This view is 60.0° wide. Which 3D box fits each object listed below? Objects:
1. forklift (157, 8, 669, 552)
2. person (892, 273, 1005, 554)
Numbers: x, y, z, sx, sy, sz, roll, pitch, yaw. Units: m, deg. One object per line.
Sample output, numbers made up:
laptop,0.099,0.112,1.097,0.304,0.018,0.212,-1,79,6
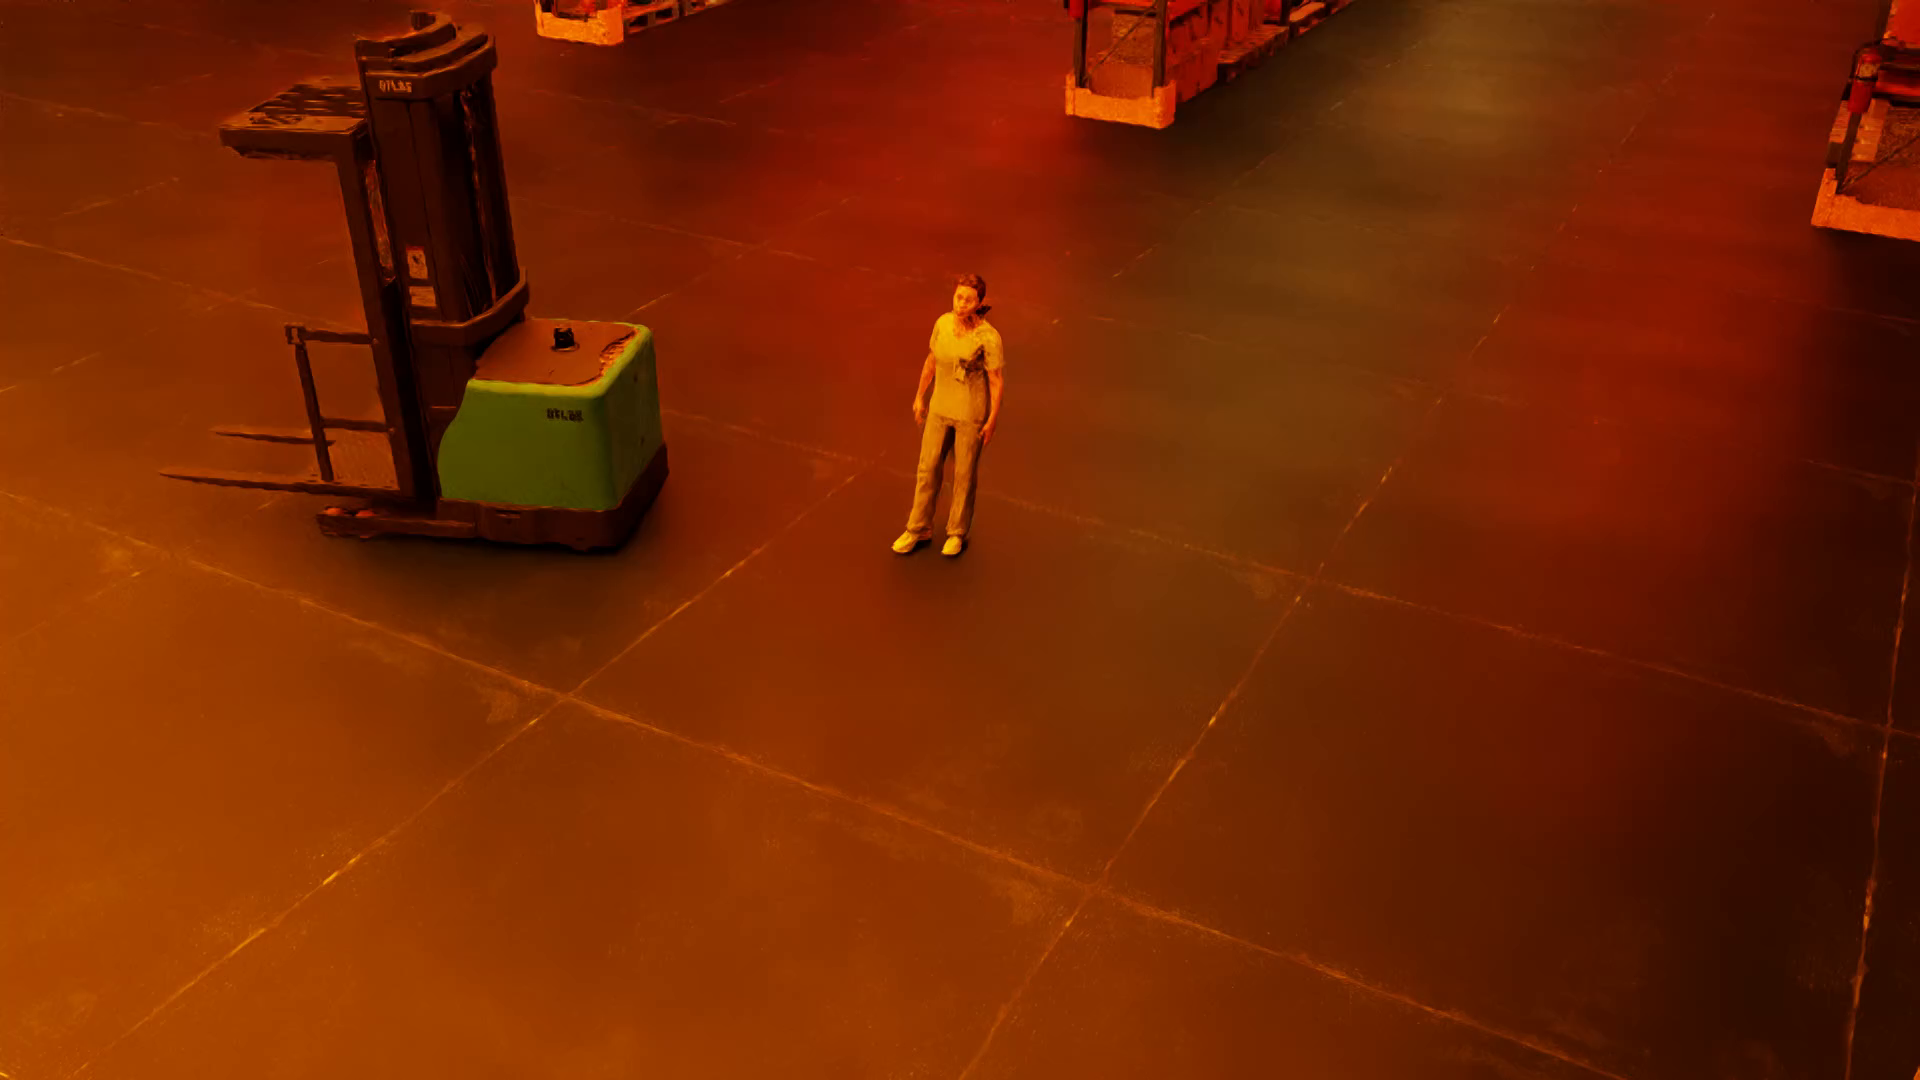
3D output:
forklift,-3.419,-1.536,9.732,3.031,2.935,1.130,5,30,8
person,-0.047,-0.703,9.530,0.550,1.674,0.548,15,33,25
